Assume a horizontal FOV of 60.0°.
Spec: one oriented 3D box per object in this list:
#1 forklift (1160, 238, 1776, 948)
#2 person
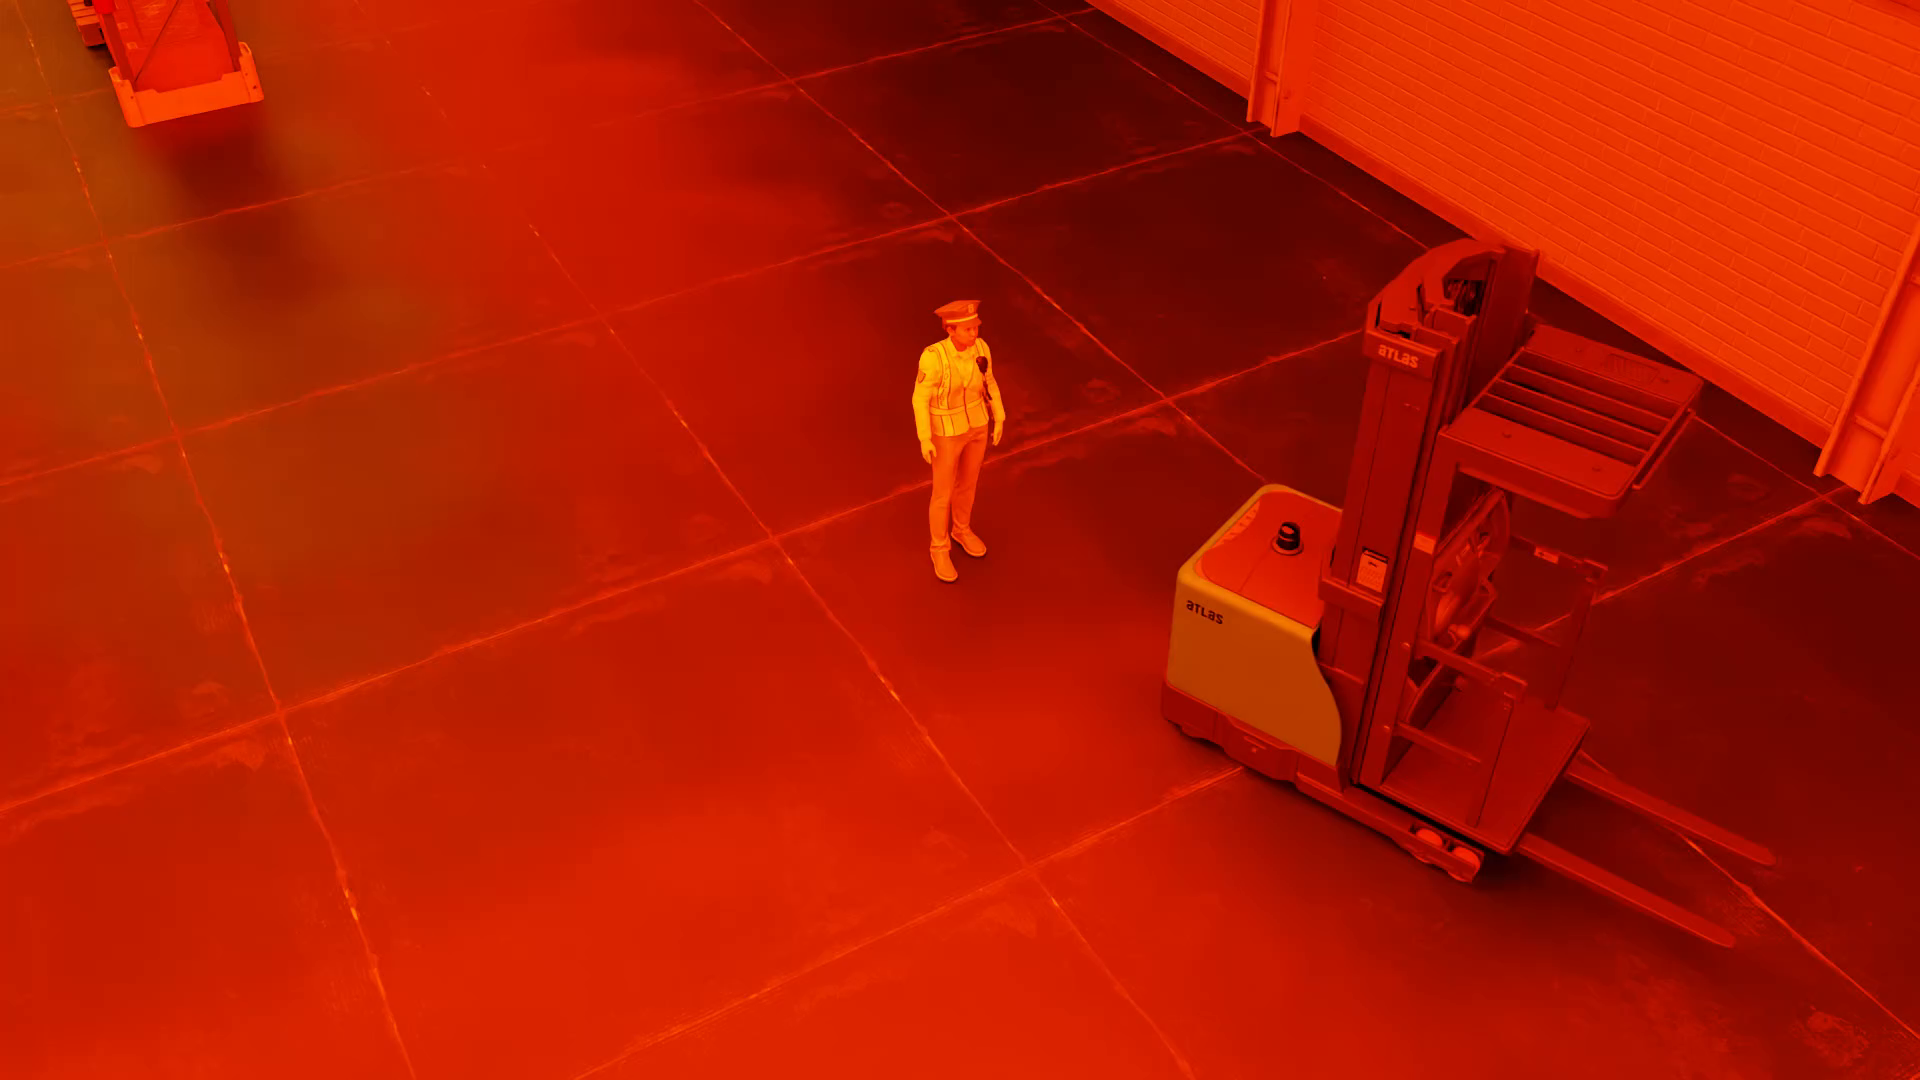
[{"bbox_3d":[2.576,0.181,7.817,3.031,2.935,1.130,26,46,28],"label":"forklift"},{"bbox_3d":[0.029,-0.617,9.738,0.586,1.694,0.530,-20,44,-23],"label":"person"}]
